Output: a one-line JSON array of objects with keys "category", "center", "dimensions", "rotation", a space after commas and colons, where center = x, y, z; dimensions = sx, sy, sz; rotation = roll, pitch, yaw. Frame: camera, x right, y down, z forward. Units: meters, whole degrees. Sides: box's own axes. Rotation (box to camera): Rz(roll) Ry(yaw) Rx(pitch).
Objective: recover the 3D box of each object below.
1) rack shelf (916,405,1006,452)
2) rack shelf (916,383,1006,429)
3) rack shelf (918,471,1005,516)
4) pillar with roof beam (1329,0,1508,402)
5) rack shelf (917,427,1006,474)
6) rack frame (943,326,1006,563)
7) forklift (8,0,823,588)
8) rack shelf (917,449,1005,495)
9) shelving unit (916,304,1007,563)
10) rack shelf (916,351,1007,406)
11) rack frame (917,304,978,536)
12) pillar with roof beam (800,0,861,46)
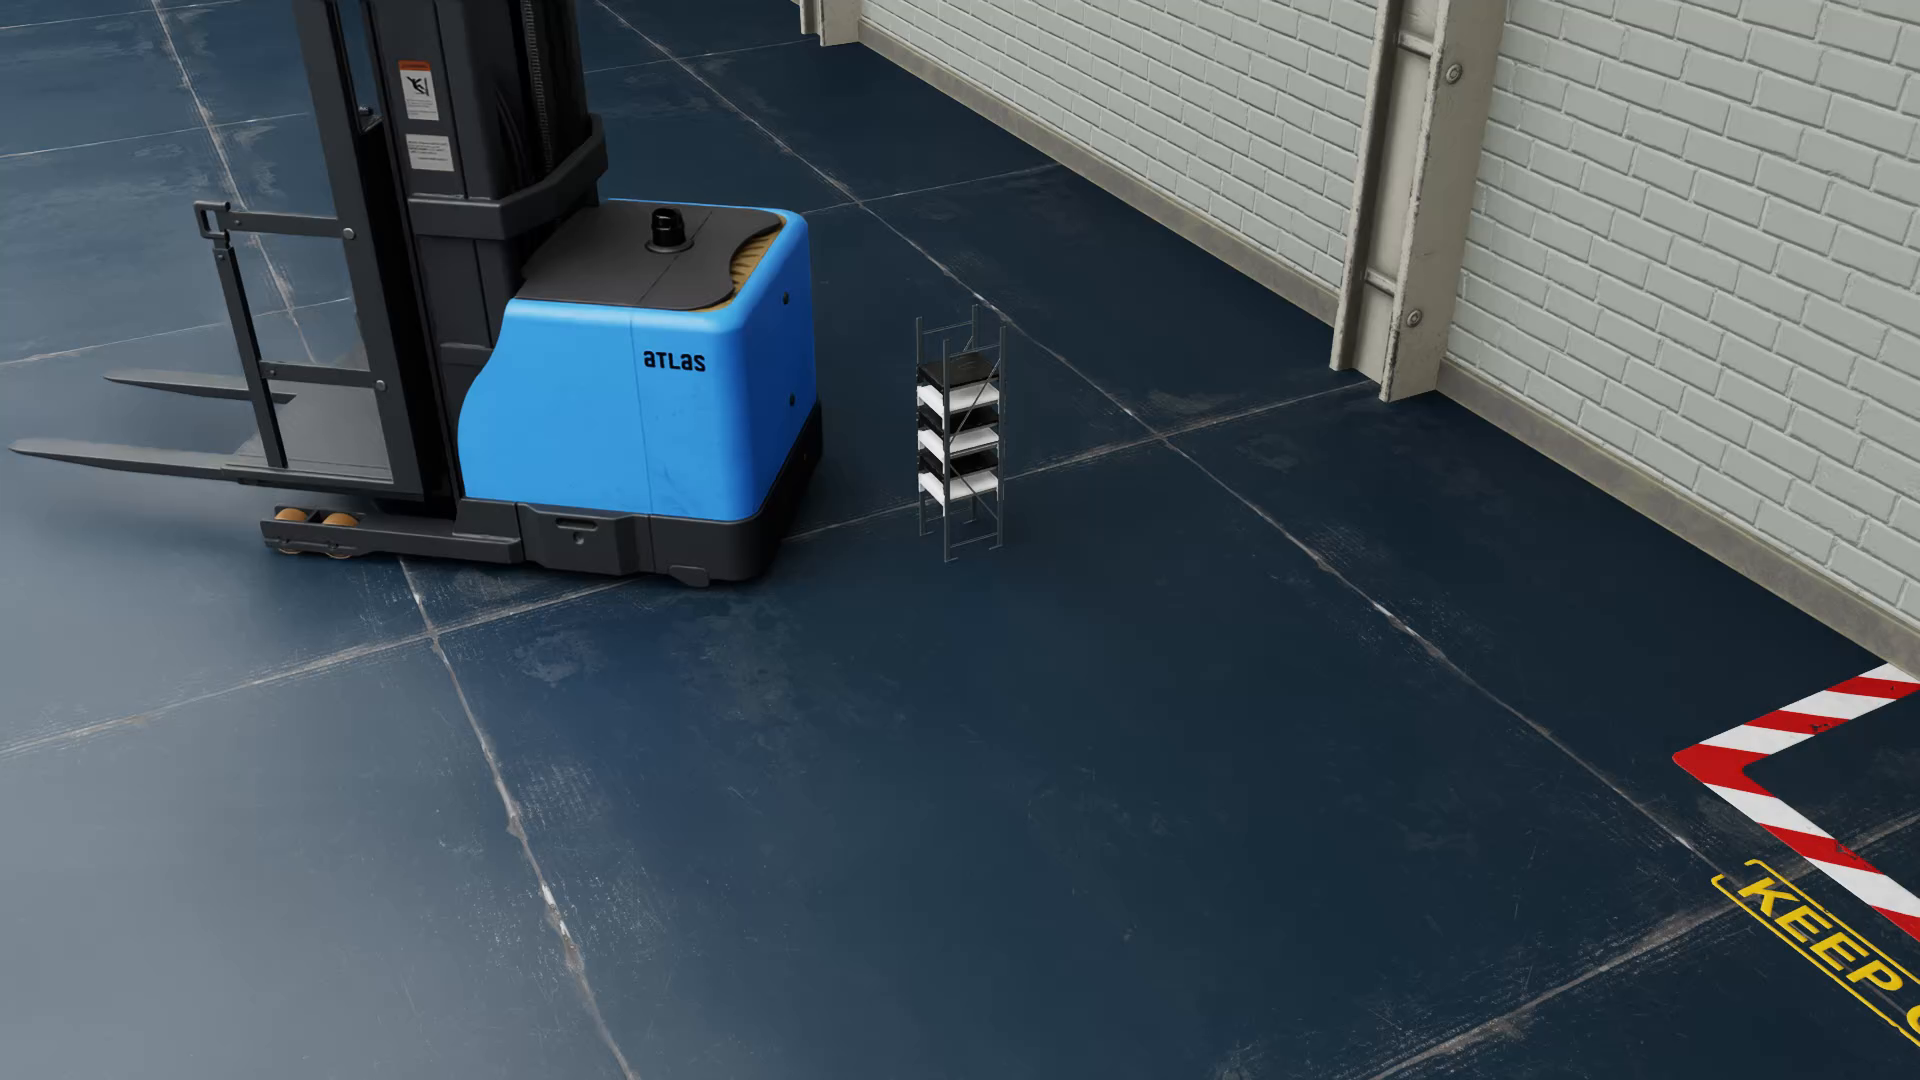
[{"category": "rack shelf", "center": [0.004, -0.423, 5.971], "dimensions": [0.258, 0.077, 0.200], "rotation": [-16, 36, -23]}, {"category": "rack shelf", "center": [0.004, -0.499, 5.922], "dimensions": [0.258, 0.077, 0.200], "rotation": [-16, 36, -23]}, {"category": "rack shelf", "center": [0.004, -0.195, 6.116], "dimensions": [0.258, 0.077, 0.200], "rotation": [-16, 36, -23]}, {"category": "pillar with roof beam", "center": [-1.925, -3.432, 3.265], "dimensions": [9.100, 9.000, 0.400], "rotation": [-16, 36, -23]}, {"category": "rack shelf", "center": [0.004, -0.347, 6.019], "dimensions": [0.258, 0.077, 0.200], "rotation": [-16, 36, -23]}, {"category": "rack frame", "center": [0.051, -0.327, 5.925], "dimensions": [0.240, 0.900, 0.006], "rotation": [-16, 36, -23]}, {"category": "forklift", "center": [-2.114, -1.438, 5.777], "dimensions": [3.031, 2.935, 1.130], "rotation": [5, 33, 8]}, {"category": "rack shelf", "center": [0.004, -0.271, 6.068], "dimensions": [0.258, 0.077, 0.200], "rotation": [-16, 36, -23]}, {"category": "shelving unit", "center": [0.004, -0.375, 6.001], "dimensions": [0.258, 0.900, 0.210], "rotation": [-16, 36, -23]}, {"category": "rack shelf", "center": [0.004, -0.574, 5.874], "dimensions": [0.258, 0.077, 0.200], "rotation": [-16, 36, -23]}, {"category": "rack frame", "center": [-0.044, -0.424, 6.077], "dimensions": [0.240, 0.900, 0.006], "rotation": [-16, 36, -23]}, {"category": "pillar with roof beam", "center": [-4.722, -6.295, 7.734], "dimensions": [9.100, 9.000, 0.400], "rotation": [-16, 36, -23]}]
